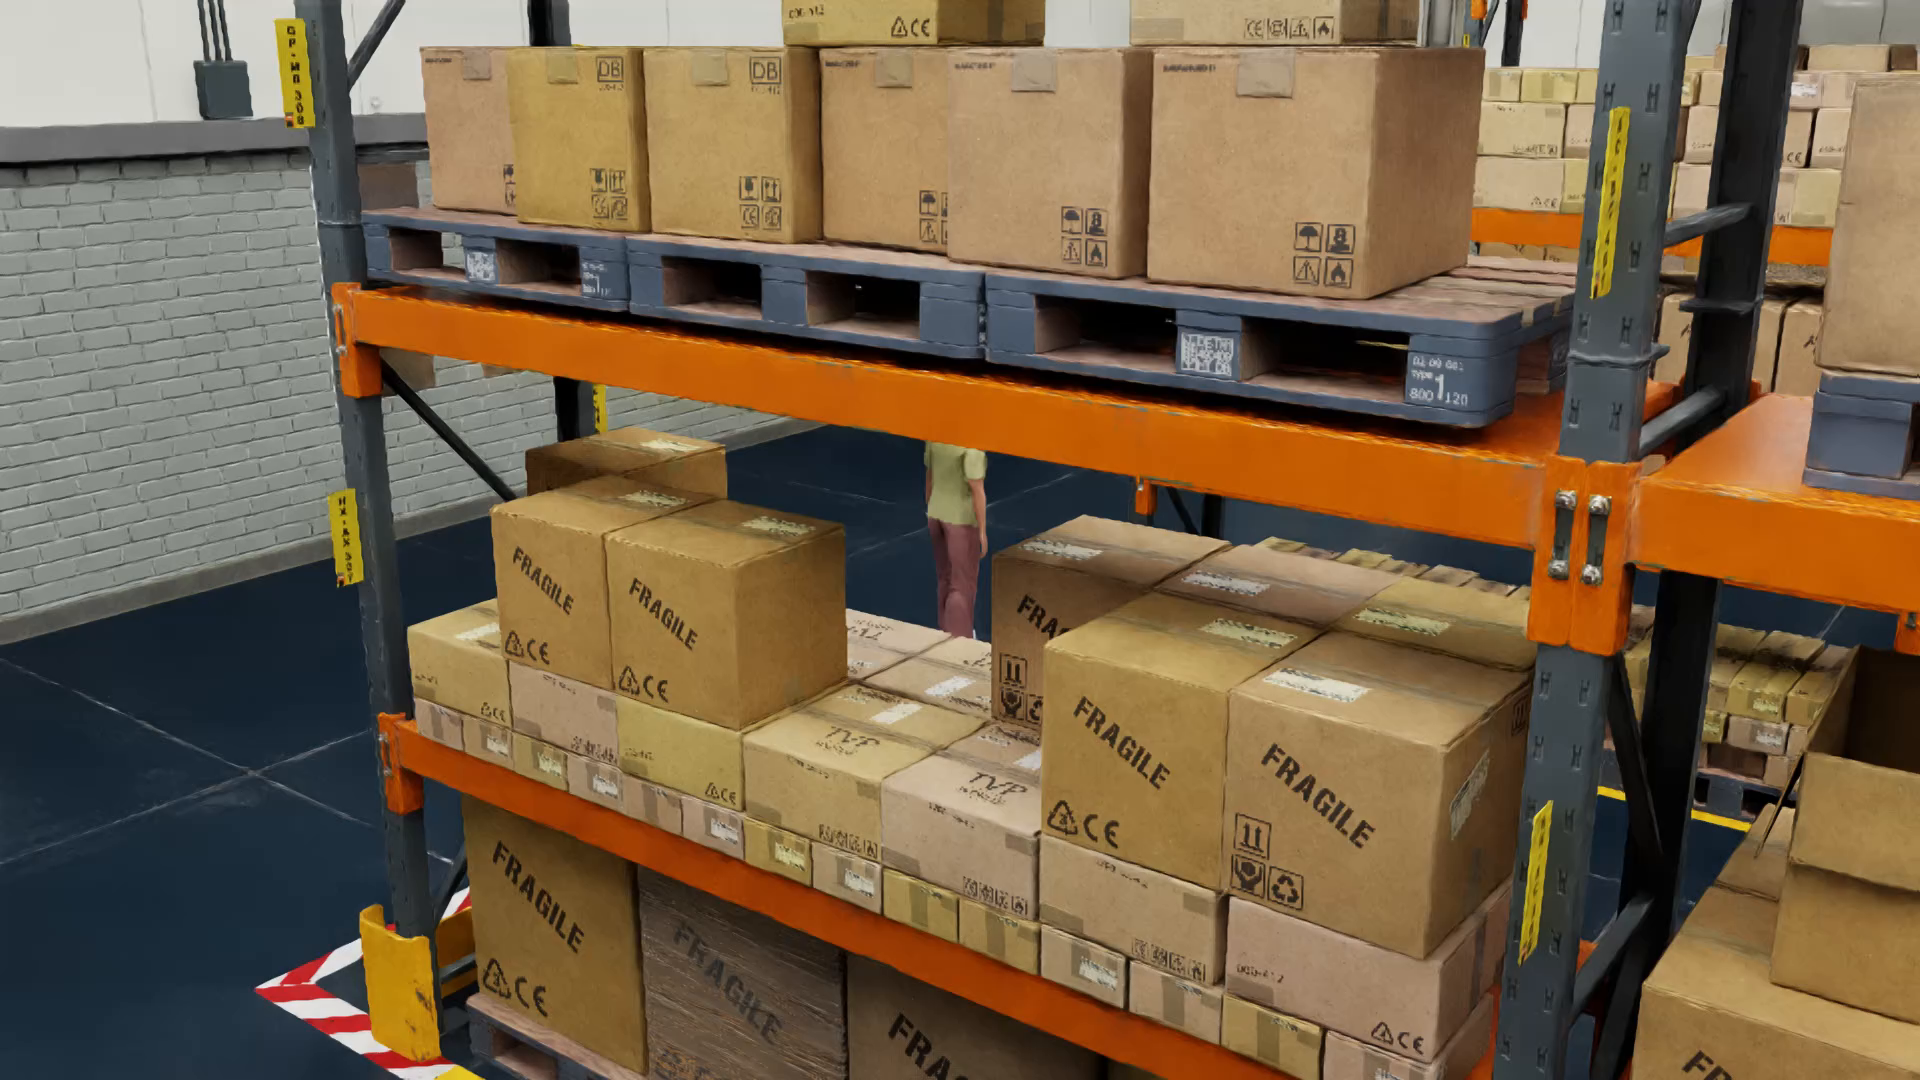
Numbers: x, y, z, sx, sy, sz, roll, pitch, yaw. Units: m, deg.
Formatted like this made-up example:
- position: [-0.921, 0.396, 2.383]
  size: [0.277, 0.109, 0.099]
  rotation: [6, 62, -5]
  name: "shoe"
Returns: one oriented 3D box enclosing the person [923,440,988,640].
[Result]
- position: [0.040, 0.025, 9.825]
  size: [0.540, 1.427, 0.451]
  rotation: [16, 23, 42]
  name: "person"
